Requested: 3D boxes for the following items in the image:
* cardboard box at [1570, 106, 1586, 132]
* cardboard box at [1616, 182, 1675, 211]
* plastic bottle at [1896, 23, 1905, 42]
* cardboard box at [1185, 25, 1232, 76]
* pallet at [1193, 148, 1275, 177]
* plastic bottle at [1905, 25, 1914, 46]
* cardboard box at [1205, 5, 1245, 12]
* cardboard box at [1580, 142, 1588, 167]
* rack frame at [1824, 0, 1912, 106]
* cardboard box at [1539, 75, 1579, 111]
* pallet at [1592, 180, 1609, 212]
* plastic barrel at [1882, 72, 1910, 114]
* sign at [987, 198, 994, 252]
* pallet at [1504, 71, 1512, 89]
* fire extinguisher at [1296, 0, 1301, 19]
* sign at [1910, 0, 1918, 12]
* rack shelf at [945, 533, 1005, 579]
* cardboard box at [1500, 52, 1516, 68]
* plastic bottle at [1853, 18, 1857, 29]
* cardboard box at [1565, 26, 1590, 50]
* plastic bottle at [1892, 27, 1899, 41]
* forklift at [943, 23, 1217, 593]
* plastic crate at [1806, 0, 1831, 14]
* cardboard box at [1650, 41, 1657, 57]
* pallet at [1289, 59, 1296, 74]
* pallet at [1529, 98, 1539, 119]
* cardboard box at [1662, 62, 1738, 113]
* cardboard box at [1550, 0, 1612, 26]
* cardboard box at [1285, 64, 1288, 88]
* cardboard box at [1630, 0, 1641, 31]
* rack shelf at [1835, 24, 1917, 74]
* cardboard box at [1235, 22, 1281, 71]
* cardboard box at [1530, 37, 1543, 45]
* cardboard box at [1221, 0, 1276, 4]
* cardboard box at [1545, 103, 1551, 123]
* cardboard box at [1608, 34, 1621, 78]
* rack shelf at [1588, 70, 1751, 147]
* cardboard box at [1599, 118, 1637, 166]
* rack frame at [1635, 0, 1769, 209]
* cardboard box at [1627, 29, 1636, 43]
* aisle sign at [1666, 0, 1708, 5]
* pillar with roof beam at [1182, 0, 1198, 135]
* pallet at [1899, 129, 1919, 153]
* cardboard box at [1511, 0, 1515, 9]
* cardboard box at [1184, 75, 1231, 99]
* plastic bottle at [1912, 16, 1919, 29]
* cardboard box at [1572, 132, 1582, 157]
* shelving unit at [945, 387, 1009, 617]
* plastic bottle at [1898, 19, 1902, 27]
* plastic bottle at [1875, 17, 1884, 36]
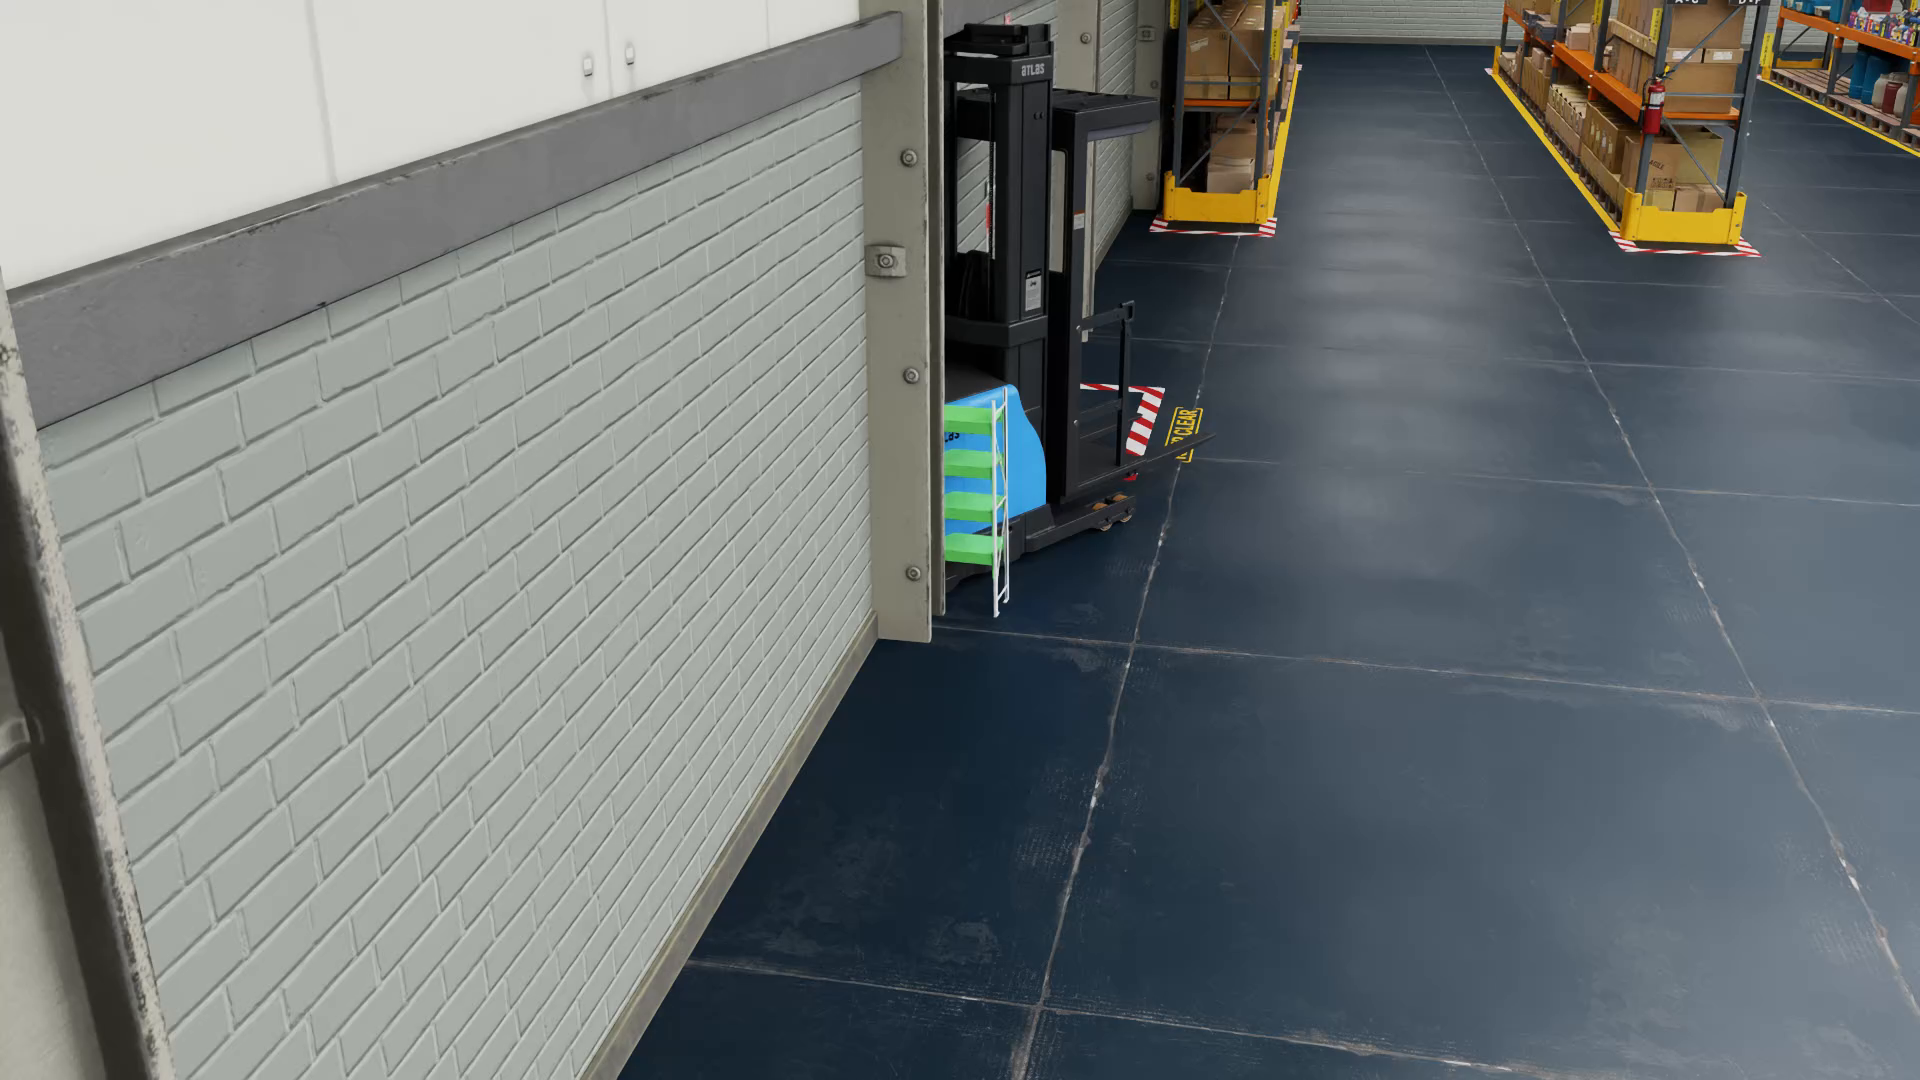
[{"bbox_3d":[8.452,-5.641,22.213,0.500,0.311,0.500,5,22,12],"label":"cardboard box"},{"bbox_3d":[7.554,-3.776,18.333,0.500,0.250,0.500,4,22,11],"label":"cardboard box"},{"bbox_3d":[14.047,-7.573,24.815,0.097,0.271,0.097,0,22,0],"label":"plastic bottle"},{"bbox_3d":[2.772,-5.491,18.642,0.500,0.500,0.500,4,22,10],"label":"cardboard box"},{"bbox_3d":[3.597,-4.936,21.826,1.003,0.211,1.213,4,22,11],"label":"pallet"},{"bbox_3d":[13.927,-7.396,24.358,0.061,0.283,0.133,4,22,11],"label":"plastic bottle"},{"bbox_3d":[3.399,-6.609,21.418,0.500,0.500,0.500,4,22,10],"label":"cardboard box"},{"bbox_3d":[8.159,-4.874,21.059,0.500,0.250,0.500,4,22,11],"label":"cardboard box"},{"bbox_3d":[15.031,-8.648,27.311,1.000,3.000,0.127,4,22,11],"label":"rack frame"},{"bbox_3d":[9.327,-6.968,25.898,0.500,0.500,0.500,5,23,13],"label":"cardboard box"},{"bbox_3d":[8.100,-4.072,19.683,1.003,0.211,1.213,4,22,11],"label":"pallet"},{"bbox_3d":[14.528,-6.854,25.524,0.600,0.588,0.708,4,22,11],"label":"plastic barrel"},{"bbox_3d":[0.200,-2.063,10.914,0.001,0.329,0.234,4,22,11],"label":"sign"},{"bbox_3d":[10.570,-8.432,30.508,1.003,0.211,1.213,4,22,11],"label":"pallet"},{"bbox_3d":[6.631,-10.677,32.952,0.296,0.674,0.183,4,22,11],"label":"fire extinguisher"},{"bbox_3d":[15.569,-8.734,27.153,0.100,0.325,0.005,4,22,11],"label":"sign"},{"bbox_3d":[-0.015,0.068,8.897,0.480,0.148,0.258,6,23,16],"label":"rack shelf"},{"bbox_3d":[10.508,-9.058,31.422,0.500,0.250,0.500,4,22,11],"label":"cardboard box"},{"bbox_3d":[14.505,-8.362,26.866,0.097,0.201,0.097,0,22,0],"label":"plastic bottle"},{"bbox_3d":[8.994,-7.210,23.861,0.500,0.311,0.500,4,22,10],"label":"cardboard box"},{"bbox_3d":[14.087,-7.612,25.005,0.097,0.201,0.097,0,22,0],"label":"plastic bottle"},{"bbox_3d":[0.427,-1.531,9.731,1.130,2.935,3.031,19,29,39],"label":"forklift"},{"bbox_3d":[15.144,-9.404,29.333,0.416,0.233,0.300,4,22,11],"label":"plastic crate"},{"bbox_3d":[7.729,-5.329,18.068,0.380,0.149,0.250,4,22,10],"label":"cardboard box"},{"bbox_3d":[6.062,-9.274,32.599,1.003,0.211,1.213,4,22,11],"label":"pallet"},{"bbox_3d":[9.807,-6.985,26.916,1.003,0.211,1.213,4,22,11],"label":"pallet"},{"bbox_3d":[7.842,-4.854,17.758,0.700,0.500,0.500,4,22,11],"label":"cardboard box"},{"bbox_3d":[9.384,-8.044,25.116,0.700,0.500,0.500,-3,22,-7],"label":"cardboard box"},{"bbox_3d":[5.148,-8.028,28.087,0.750,0.750,0.750,5,23,13],"label":"cardboard box"},{"bbox_3d":[8.261,-6.218,19.408,0.700,0.500,0.500,4,22,11],"label":"cardboard box"},{"bbox_3d":[14.623,-7.583,25.629,1.077,0.370,4.000,4,22,11],"label":"rack shelf"},{"bbox_3d":[3.386,-5.634,18.997,0.500,0.500,0.500,5,22,11],"label":"cardboard box"},{"bbox_3d":[11.129,-9.317,31.729,0.500,0.500,0.500,4,22,11],"label":"cardboard box"},{"bbox_3d":[3.958,-7.115,22.782,0.700,0.500,0.500,7,23,16],"label":"cardboard box"},{"bbox_3d":[8.972,-6.314,24.635,0.500,0.250,0.500,4,22,11],"label":"cardboard box"},{"bbox_3d":[8.466,-5.985,20.564,0.700,0.500,0.500,4,22,10],"label":"cardboard box"},{"bbox_3d":[8.142,-5.036,19.305,1.077,0.370,4.000,4,22,11],"label":"rack shelf"},{"bbox_3d":[7.845,-4.674,19.558,0.500,0.500,0.500,4,22,11],"label":"cardboard box"},{"bbox_3d":[7.734,-4.638,17.355,1.000,3.000,0.127,4,22,11],"label":"rack frame"},{"bbox_3d":[8.047,-5.893,19.469,0.380,0.149,0.250,4,22,9],"label":"cardboard box"},{"bbox_3d":[7.433,-5.842,16.865,0.394,0.787,0.004,4,22,11],"label":"aisle sign"},{"bbox_3d":[7.618,-9.985,22.601,9.100,9.000,0.400,4,22,11],"label":"pillar with roof beam"},{"bbox_3d":[14.019,-5.611,23.503,1.003,0.211,1.213,4,22,11],"label":"pallet"},{"bbox_3d":[10.445,-10.021,30.588,0.500,0.500,0.500,4,22,11],"label":"cardboard box"},{"bbox_3d":[2.789,-5.140,18.775,0.500,0.250,0.500,5,22,12],"label":"cardboard box"},{"bbox_3d":[14.936,-8.055,26.011,0.097,0.271,0.097,0,22,0],"label":"plastic bottle"},{"bbox_3d":[8.351,-5.194,21.854,0.500,0.250,0.500,4,22,10],"label":"cardboard box"},{"bbox_3d":[-0.021,-0.213,8.781,0.503,1.200,0.258,6,23,16],"label":"shelving unit"},{"bbox_3d":[14.292,-7.786,25.327,0.061,0.283,0.133,4,22,11],"label":"plastic bottle"},{"bbox_3d":[14.257,-7.949,25.747,0.097,0.271,0.097,0,22,0],"label":"plastic bottle"}]
